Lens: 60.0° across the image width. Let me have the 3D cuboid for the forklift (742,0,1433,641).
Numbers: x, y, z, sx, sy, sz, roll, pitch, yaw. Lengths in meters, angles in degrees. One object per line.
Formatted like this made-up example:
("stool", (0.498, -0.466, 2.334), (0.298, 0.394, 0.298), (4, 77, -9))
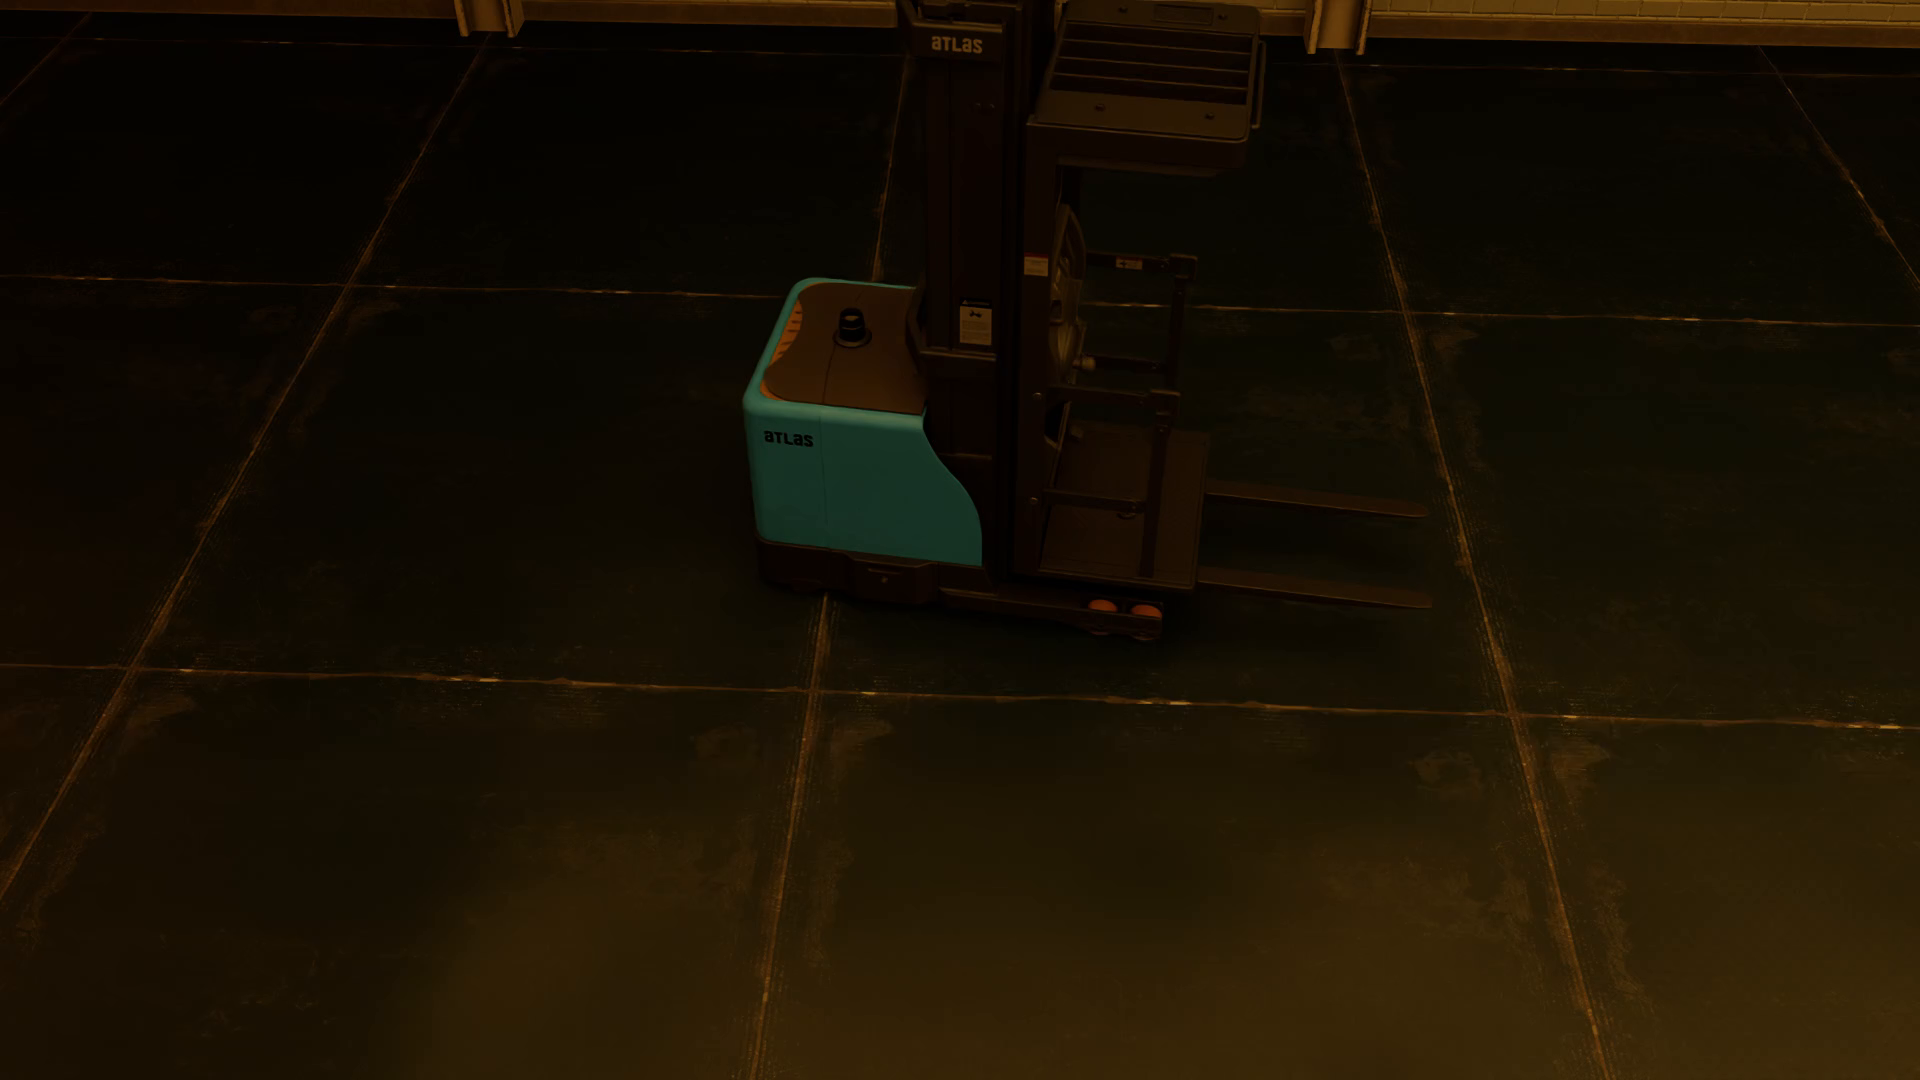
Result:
("forklift", (0.630, -1.022, 6.862), (3.031, 2.935, 1.130), (7, 43, 7))

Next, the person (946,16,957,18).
("person", (0.042, -2.714, 9.662), (0.327, 1.662, 0.446), (-6, 43, -7))
